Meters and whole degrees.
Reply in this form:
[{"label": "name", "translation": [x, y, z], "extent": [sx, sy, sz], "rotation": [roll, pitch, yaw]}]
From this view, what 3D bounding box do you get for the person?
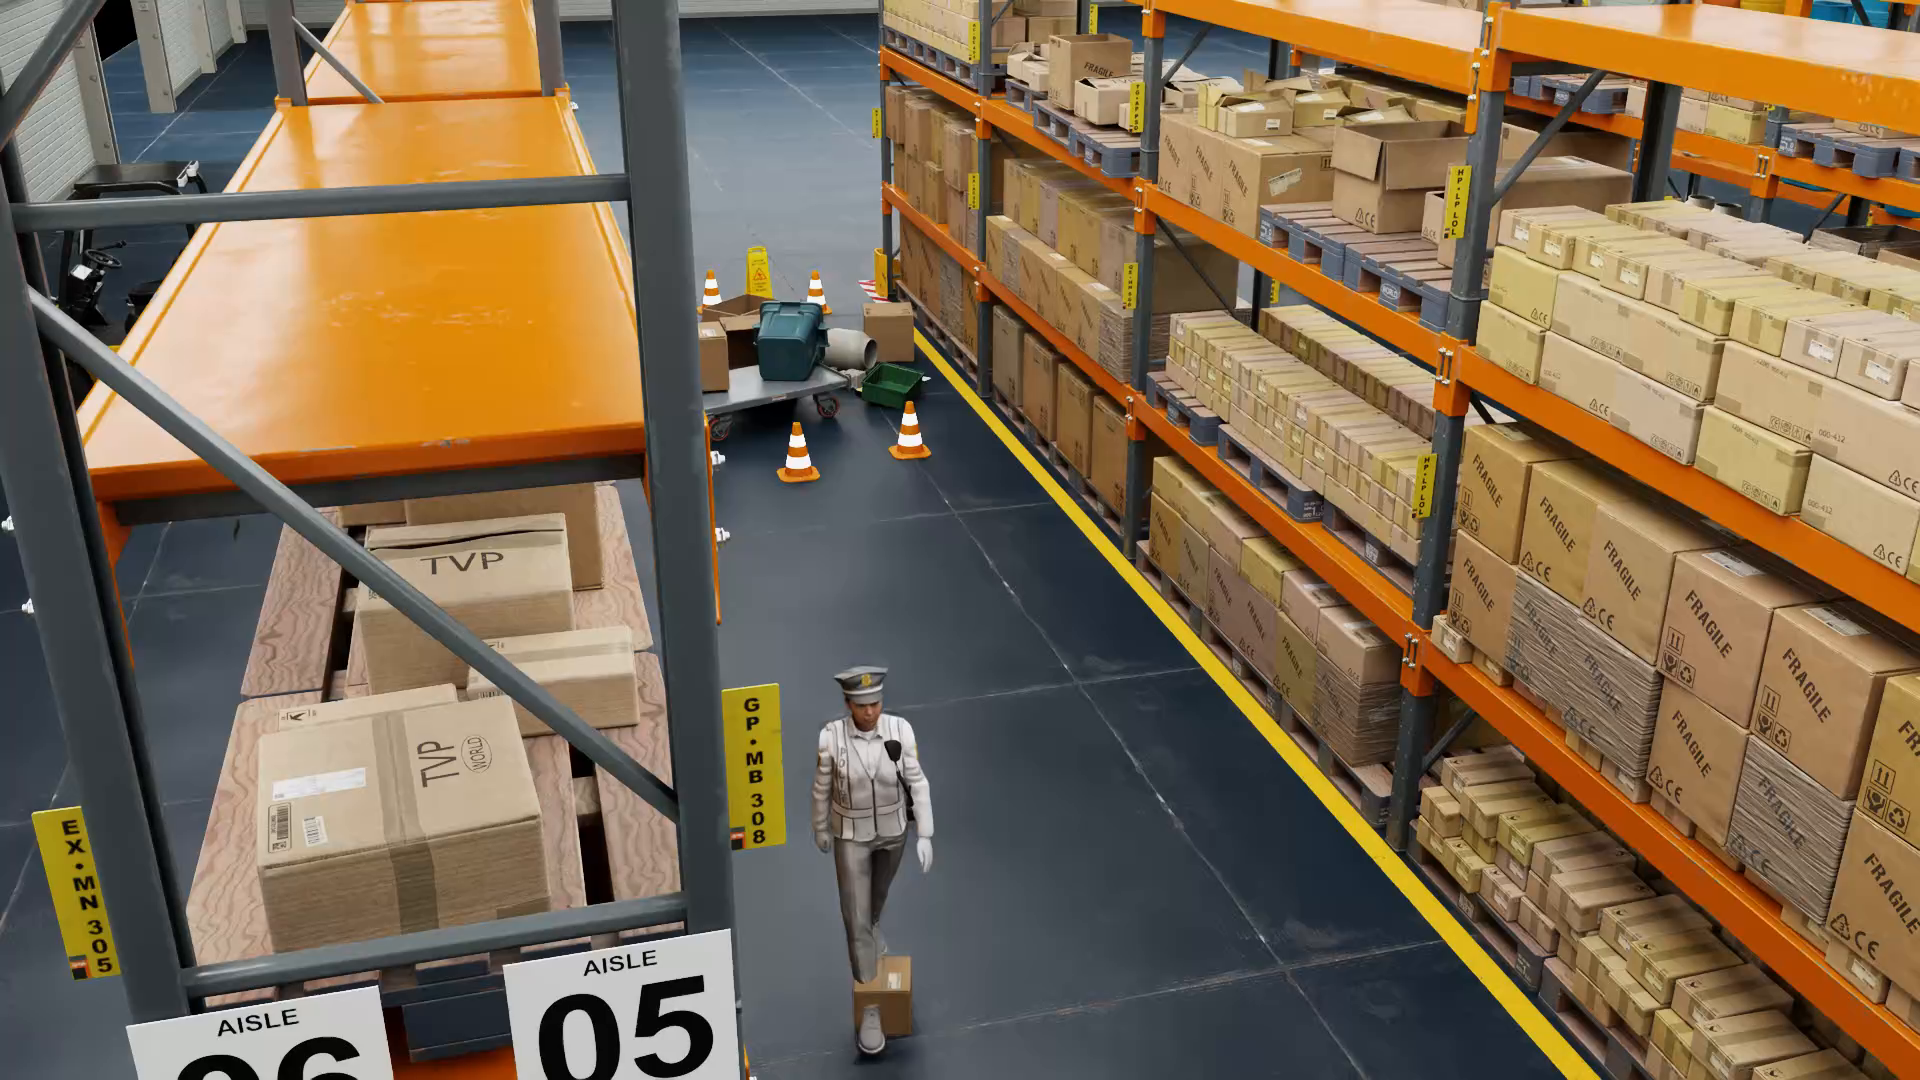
[{"label": "person", "translation": [-0.367, 1.333, 7.436], "extent": [0.509, 1.639, 0.923], "rotation": [-7, 24, -15]}]
